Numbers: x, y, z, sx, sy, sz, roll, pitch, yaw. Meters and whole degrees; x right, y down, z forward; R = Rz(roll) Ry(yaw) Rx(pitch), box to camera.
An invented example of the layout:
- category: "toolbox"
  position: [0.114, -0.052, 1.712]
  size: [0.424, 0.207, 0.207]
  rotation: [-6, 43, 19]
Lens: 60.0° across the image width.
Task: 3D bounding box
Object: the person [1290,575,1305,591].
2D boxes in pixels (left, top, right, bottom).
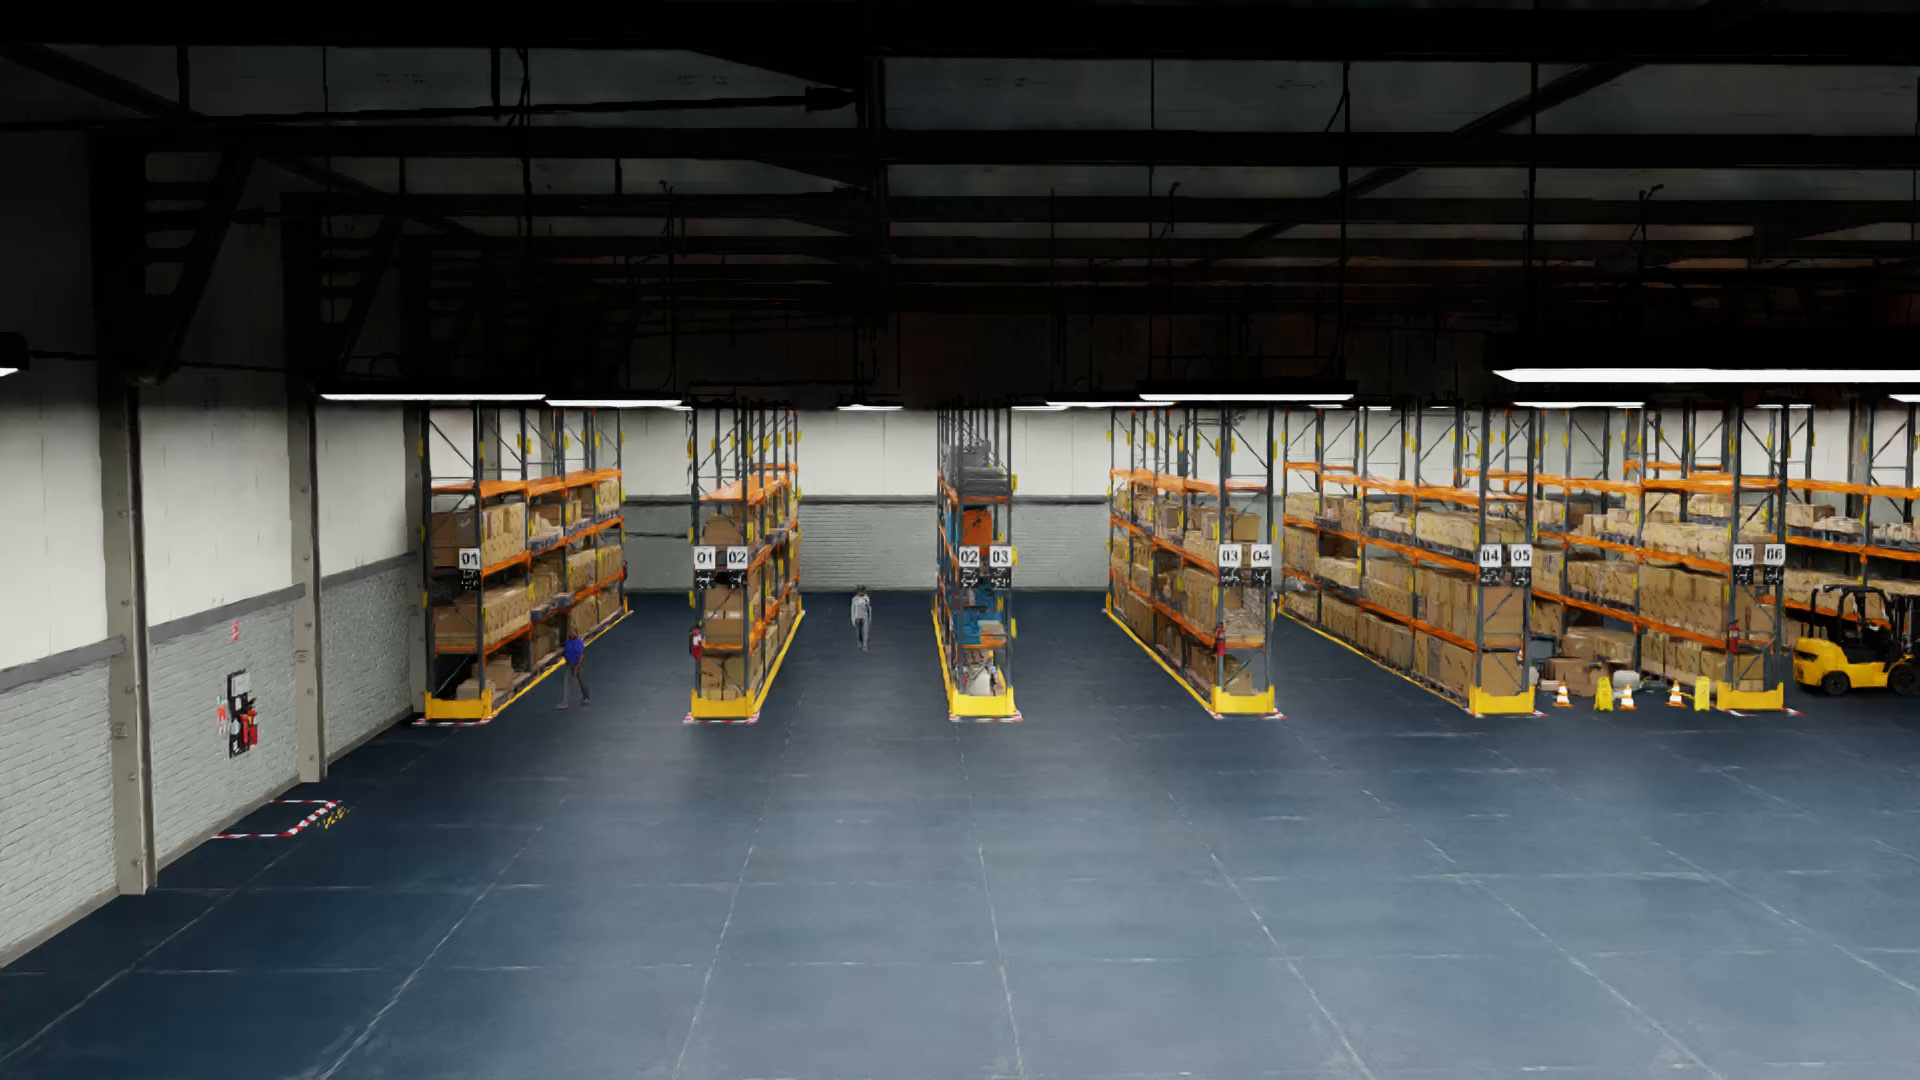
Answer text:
- category: "person"
  position: [10.080, 1.021, 49.207]
  size: [0.482, 1.773, 0.640]
  rotation: [-4, 6, -39]

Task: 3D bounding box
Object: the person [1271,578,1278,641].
- category: "person"
  position: [7.614, 1.725, 41.349]
  size: [0.592, 1.629, 0.531]
  rotation: [0, 4, -5]

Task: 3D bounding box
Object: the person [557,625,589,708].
- category: "person"
  position: [-7.446, 2.433, 32.122]
  size: [0.443, 1.586, 1.002]
  rotation: [1, 4, 7]

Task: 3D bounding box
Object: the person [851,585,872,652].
- category: "person"
  position: [-2.363, 1.844, 39.703]
  size: [0.495, 1.589, 1.086]
  rotation: [0, 4, 1]
